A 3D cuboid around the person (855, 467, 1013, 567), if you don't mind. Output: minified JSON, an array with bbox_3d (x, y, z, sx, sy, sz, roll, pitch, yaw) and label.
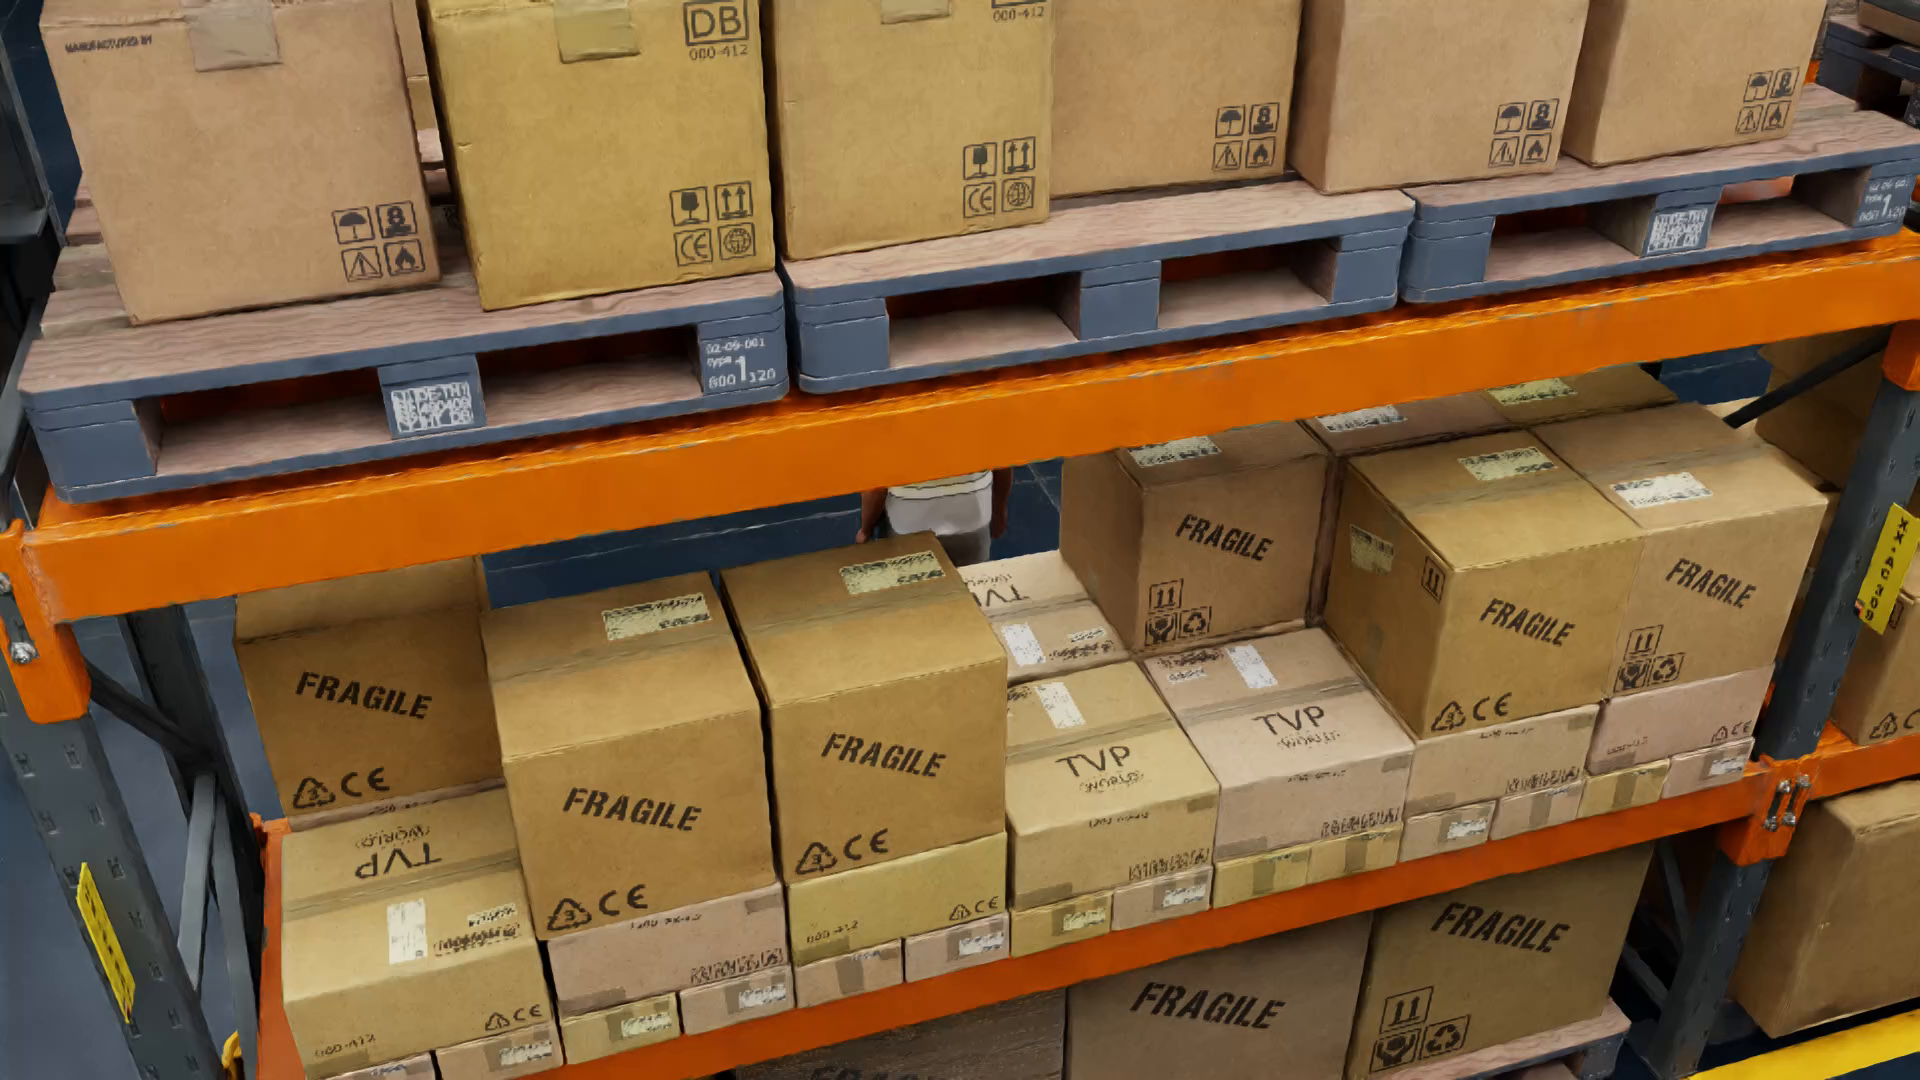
[{"bbox_3d":[-0.107,-0.106,6.255,0.614,1.762,0.487,-10,35,-15],"label":"person"}]
